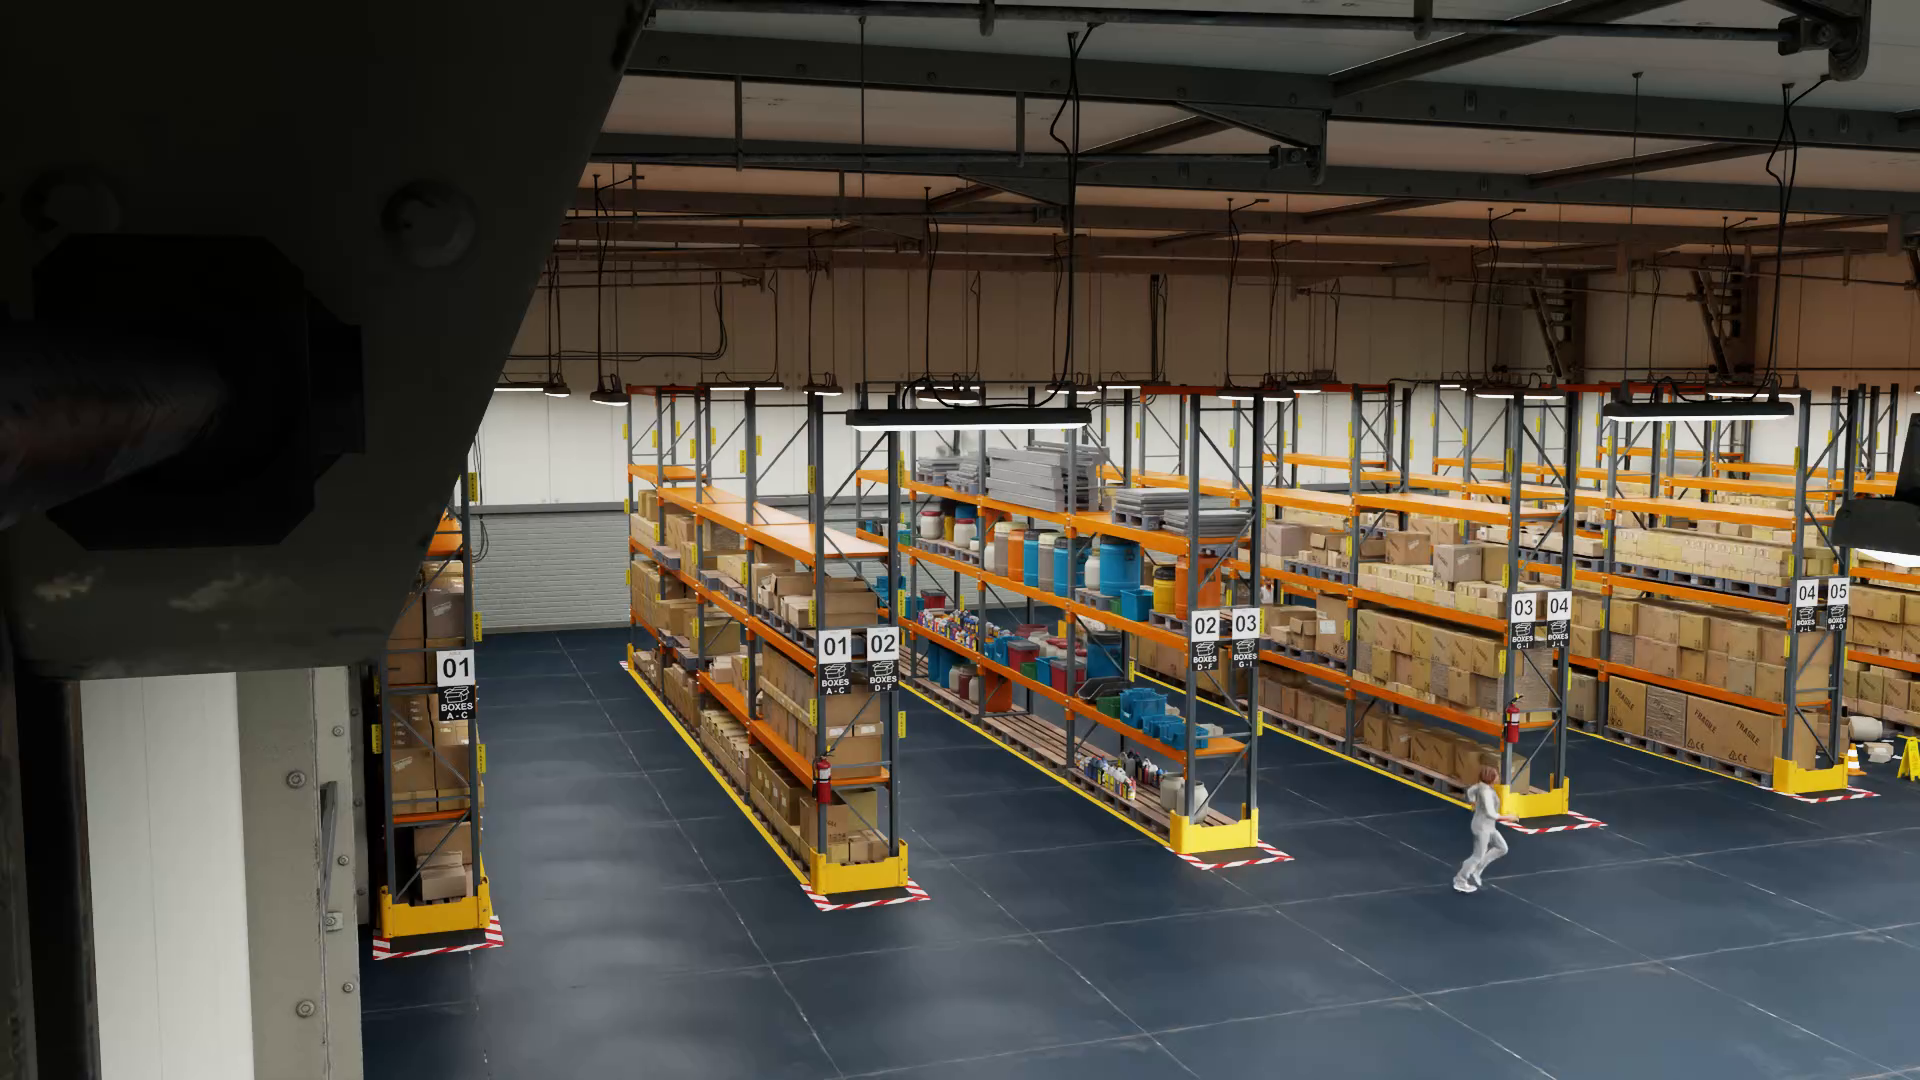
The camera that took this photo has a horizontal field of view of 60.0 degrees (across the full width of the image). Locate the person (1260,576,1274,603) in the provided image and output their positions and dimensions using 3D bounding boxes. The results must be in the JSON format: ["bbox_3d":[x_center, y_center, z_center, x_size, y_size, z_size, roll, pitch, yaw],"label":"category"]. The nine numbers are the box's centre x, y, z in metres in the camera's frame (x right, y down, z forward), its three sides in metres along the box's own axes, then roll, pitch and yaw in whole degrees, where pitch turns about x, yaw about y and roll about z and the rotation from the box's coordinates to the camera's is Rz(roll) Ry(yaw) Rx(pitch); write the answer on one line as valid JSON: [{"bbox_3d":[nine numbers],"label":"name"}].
[{"bbox_3d":[6.836,1.636,37.067,0.664,1.779,0.874,-2,6,-17],"label":"person"}]

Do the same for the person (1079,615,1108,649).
[{"bbox_3d":[2.584,1.947,31.481,0.640,1.832,0.644,-3,7,-27],"label":"person"}]

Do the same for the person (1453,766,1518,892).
[{"bbox_3d":[6.341,3.477,20.049,0.734,1.549,0.560,2,6,16],"label":"person"}]

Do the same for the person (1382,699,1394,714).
[{"bbox_3d":[7.869,2.333,30.477,0.700,1.716,0.591,-3,7,-26],"label":"person"}]
